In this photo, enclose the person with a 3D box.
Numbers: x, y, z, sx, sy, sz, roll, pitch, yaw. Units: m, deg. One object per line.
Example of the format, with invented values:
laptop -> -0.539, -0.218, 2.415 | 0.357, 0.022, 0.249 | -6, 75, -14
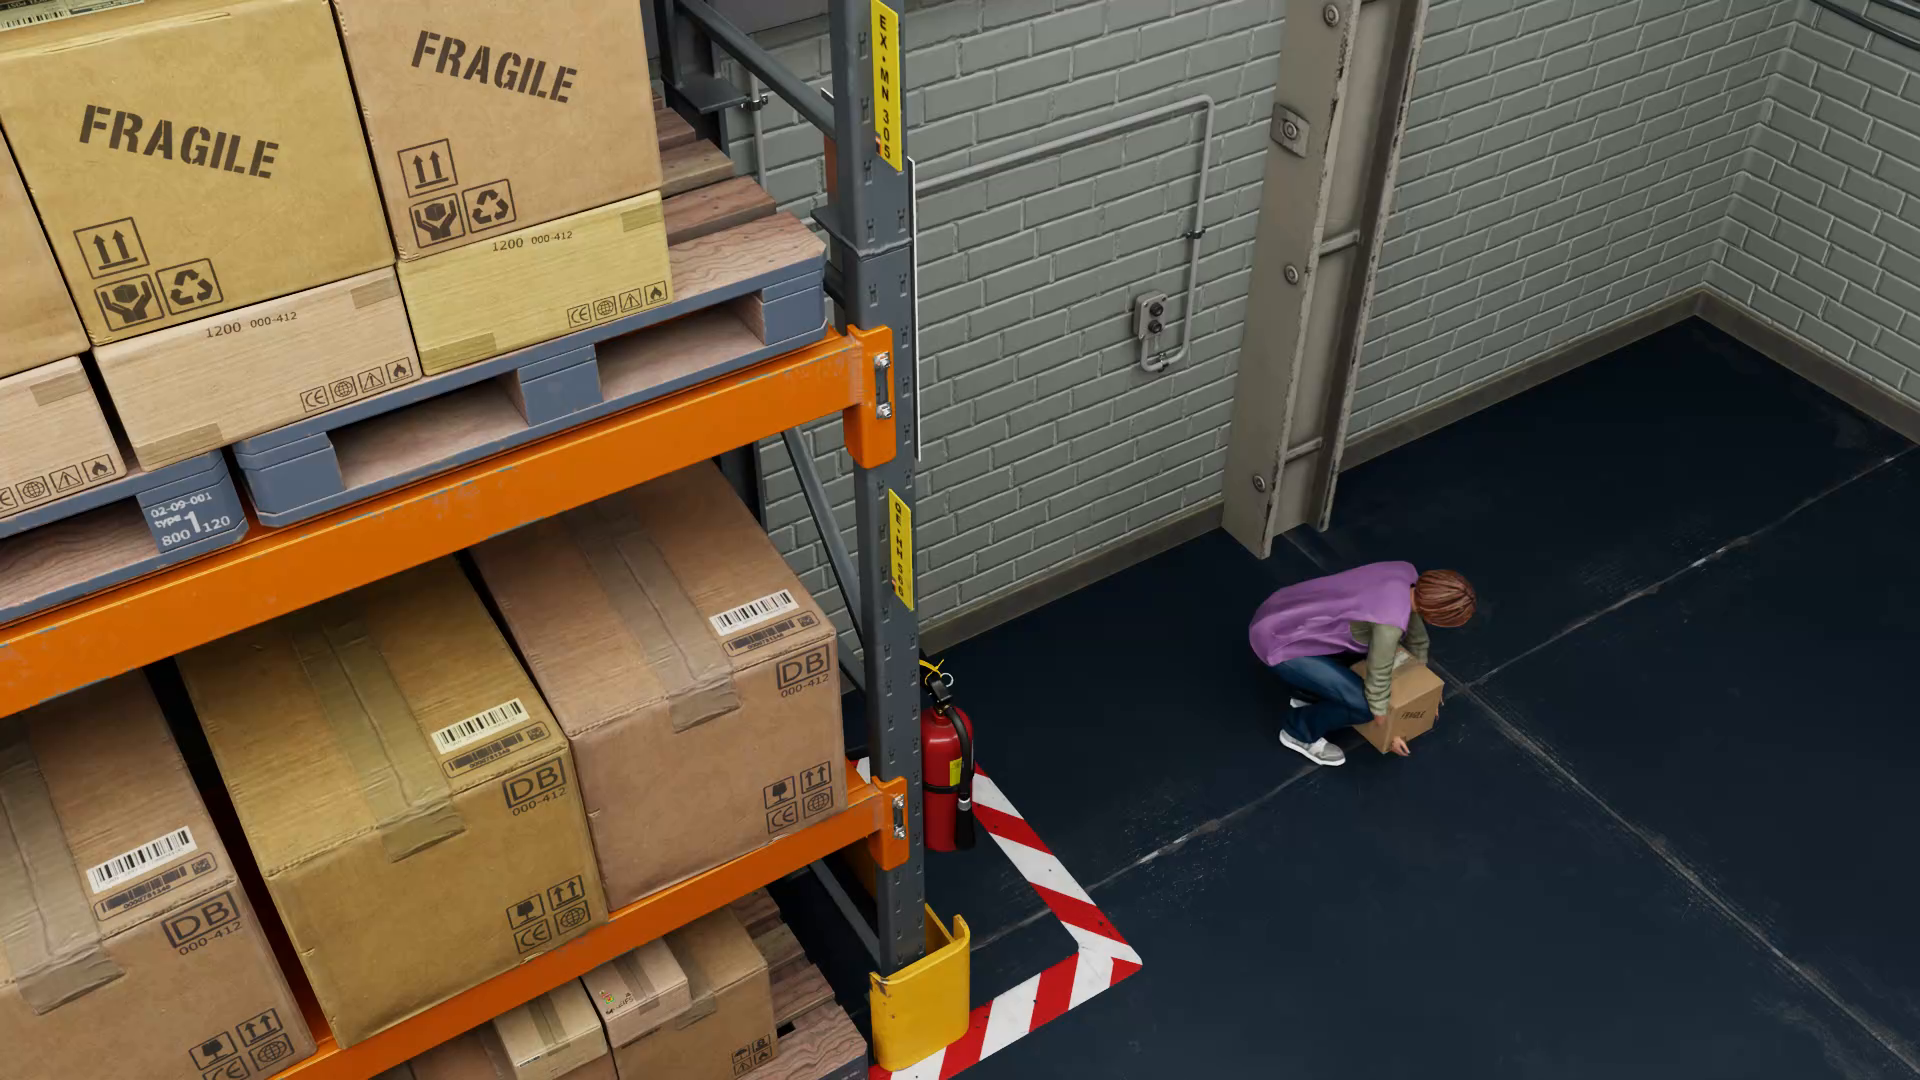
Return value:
person -> 1.462, 0.412, 6.199 | 0.762, 0.938, 0.446 | 20, 45, 21
